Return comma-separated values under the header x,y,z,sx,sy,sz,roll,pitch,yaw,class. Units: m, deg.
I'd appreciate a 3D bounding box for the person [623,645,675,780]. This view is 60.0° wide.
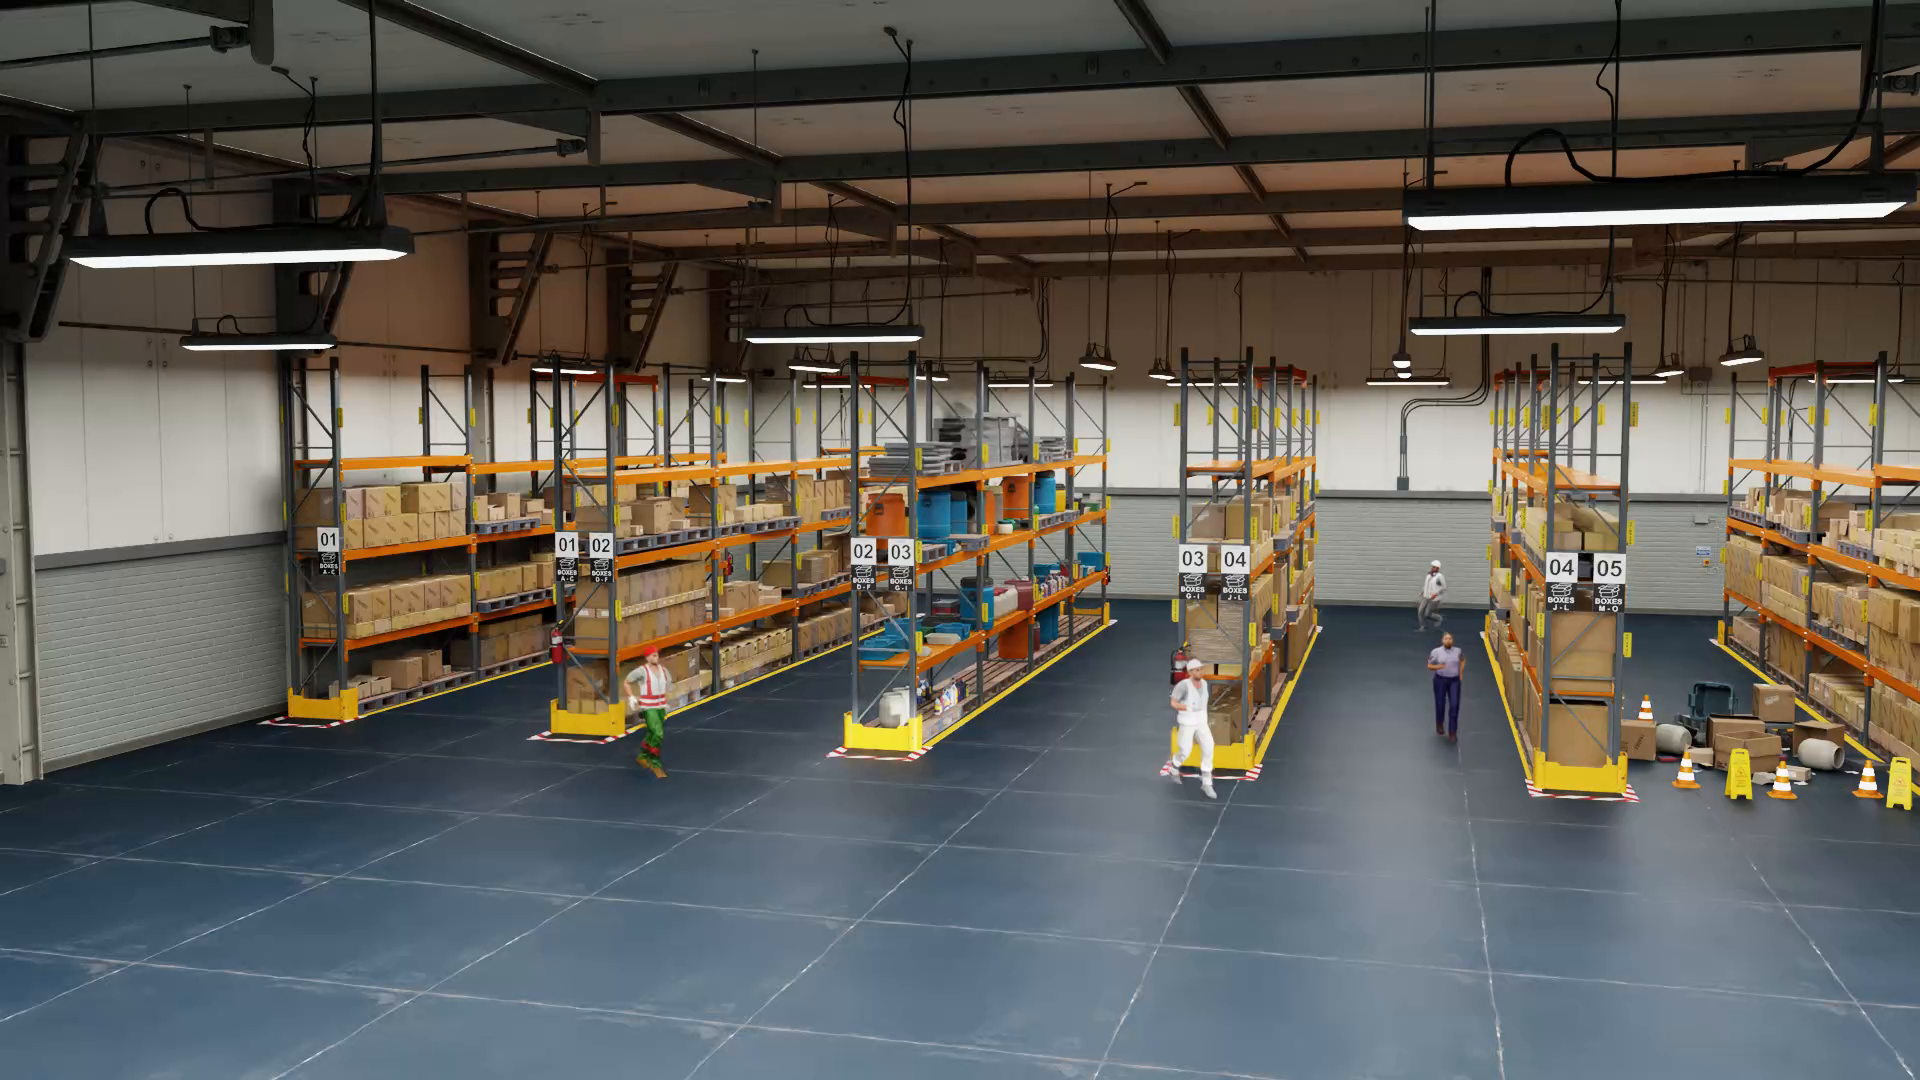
x,y,z,sx,sy,sz,roll,pitch,yaw,class
-4.308,2.395,23.280,0.800,1.848,0.650,3,5,37,person

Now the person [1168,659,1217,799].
x,y,z,sx,sy,sz,roll,pitch,yaw,class
3.097,2.479,22.221,0.683,1.802,0.947,-2,5,-25,person

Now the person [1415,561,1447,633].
x,y,z,sx,sy,sz,roll,pitch,yaw,class
11.001,1.320,38.589,0.619,1.709,0.702,-2,5,-25,person

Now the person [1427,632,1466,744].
x,y,z,sx,sy,sz,roll,pitch,yaw,class
7.567,2.265,25.855,0.597,1.654,0.854,1,4,11,person
